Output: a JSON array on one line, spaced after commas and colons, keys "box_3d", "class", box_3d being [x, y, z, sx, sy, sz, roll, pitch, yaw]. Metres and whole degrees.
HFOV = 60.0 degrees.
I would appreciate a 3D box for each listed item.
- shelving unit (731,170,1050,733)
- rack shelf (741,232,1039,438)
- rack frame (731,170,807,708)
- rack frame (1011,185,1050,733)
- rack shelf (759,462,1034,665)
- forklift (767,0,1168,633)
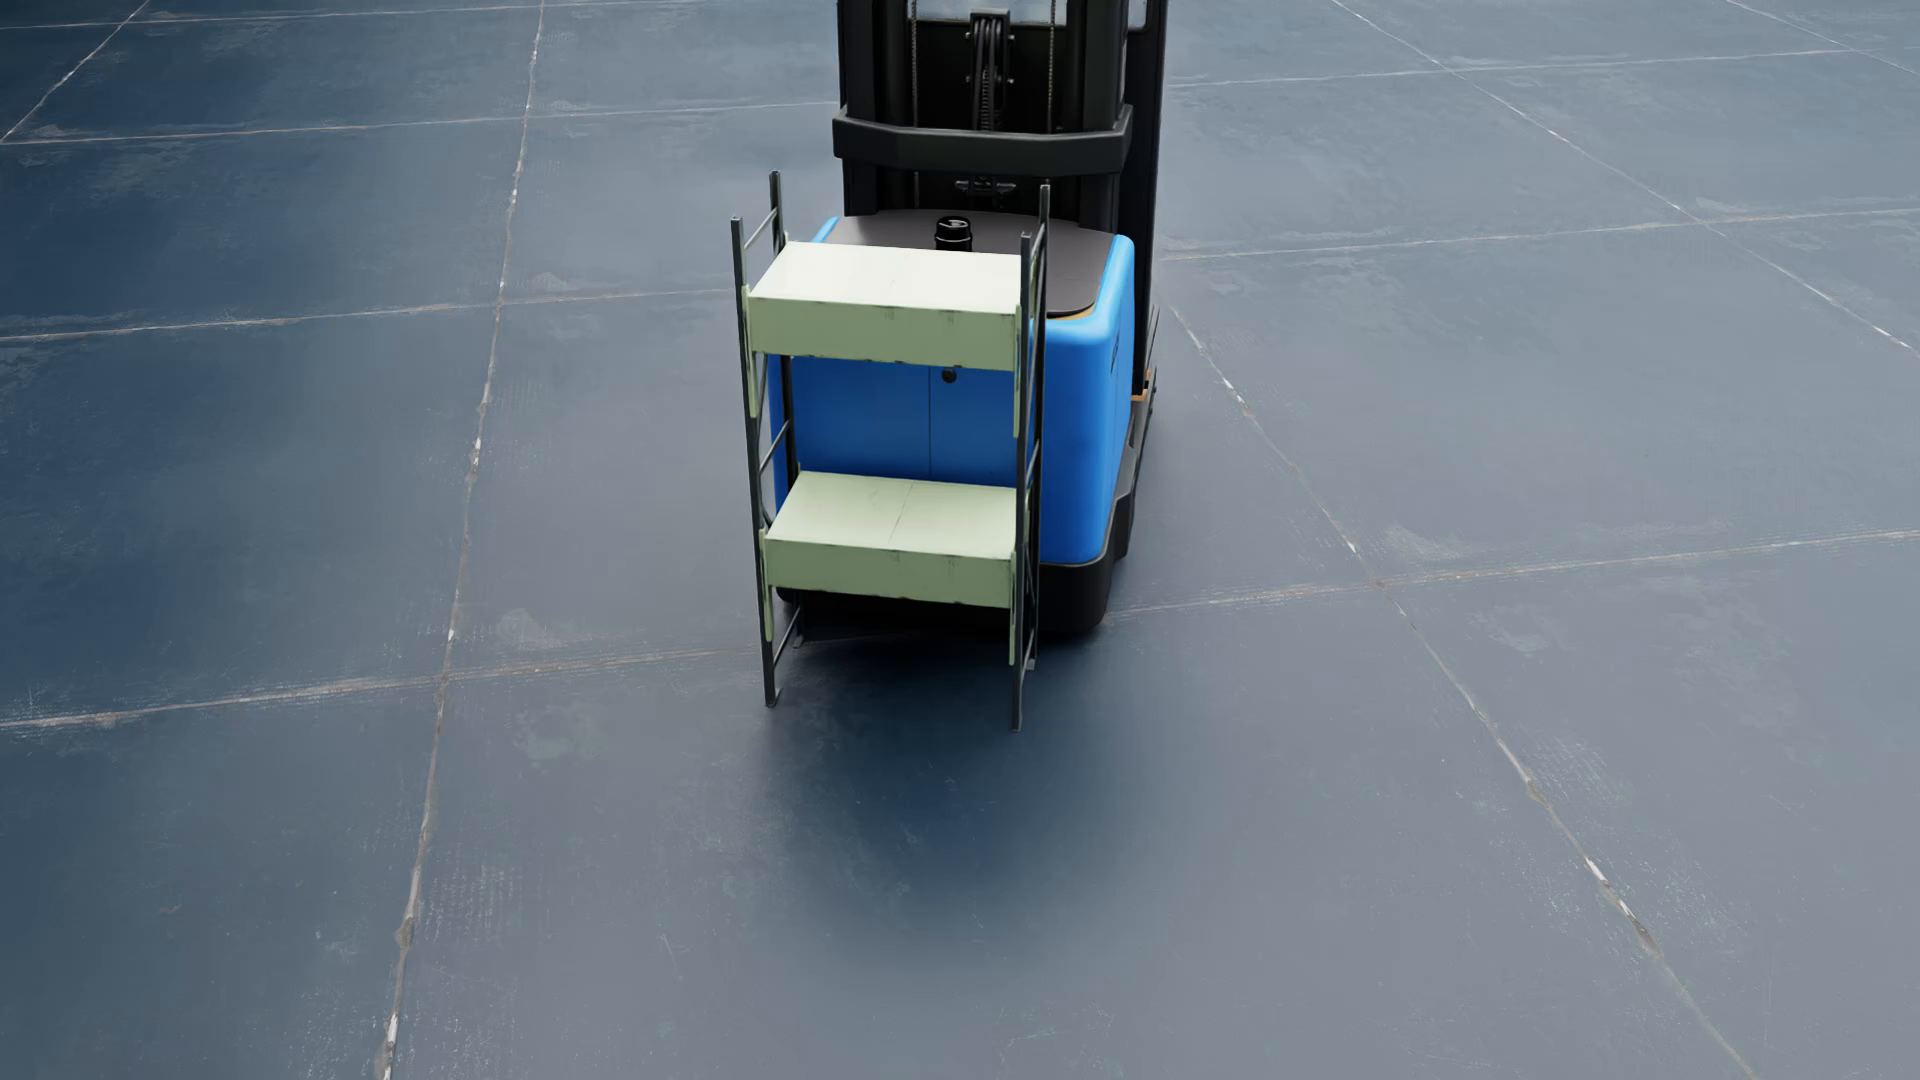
[{"box_3d": [-0.168, -0.220, 4.645, 0.755, 1.500, 0.431, 5, 31, 8], "class": "shelving unit"}, {"box_3d": [-0.168, -0.557, 4.447, 0.720, 0.370, 0.431, 5, 31, 8], "class": "rack shelf"}, {"box_3d": [-0.529, -0.251, 4.698, 0.023, 1.500, 0.400, 5, 31, 8], "class": "rack frame"}, {"box_3d": [0.193, -0.189, 4.592, 0.023, 1.500, 0.400, 5, 31, 8], "class": "rack frame"}, {"box_3d": [-0.168, 0.061, 4.810, 0.720, 0.370, 0.431, 5, 31, 8], "class": "rack shelf"}, {"box_3d": [0.179, -1.709, 5.765, 1.130, 2.935, 3.031, 5, 31, 9], "class": "forklift"}]
